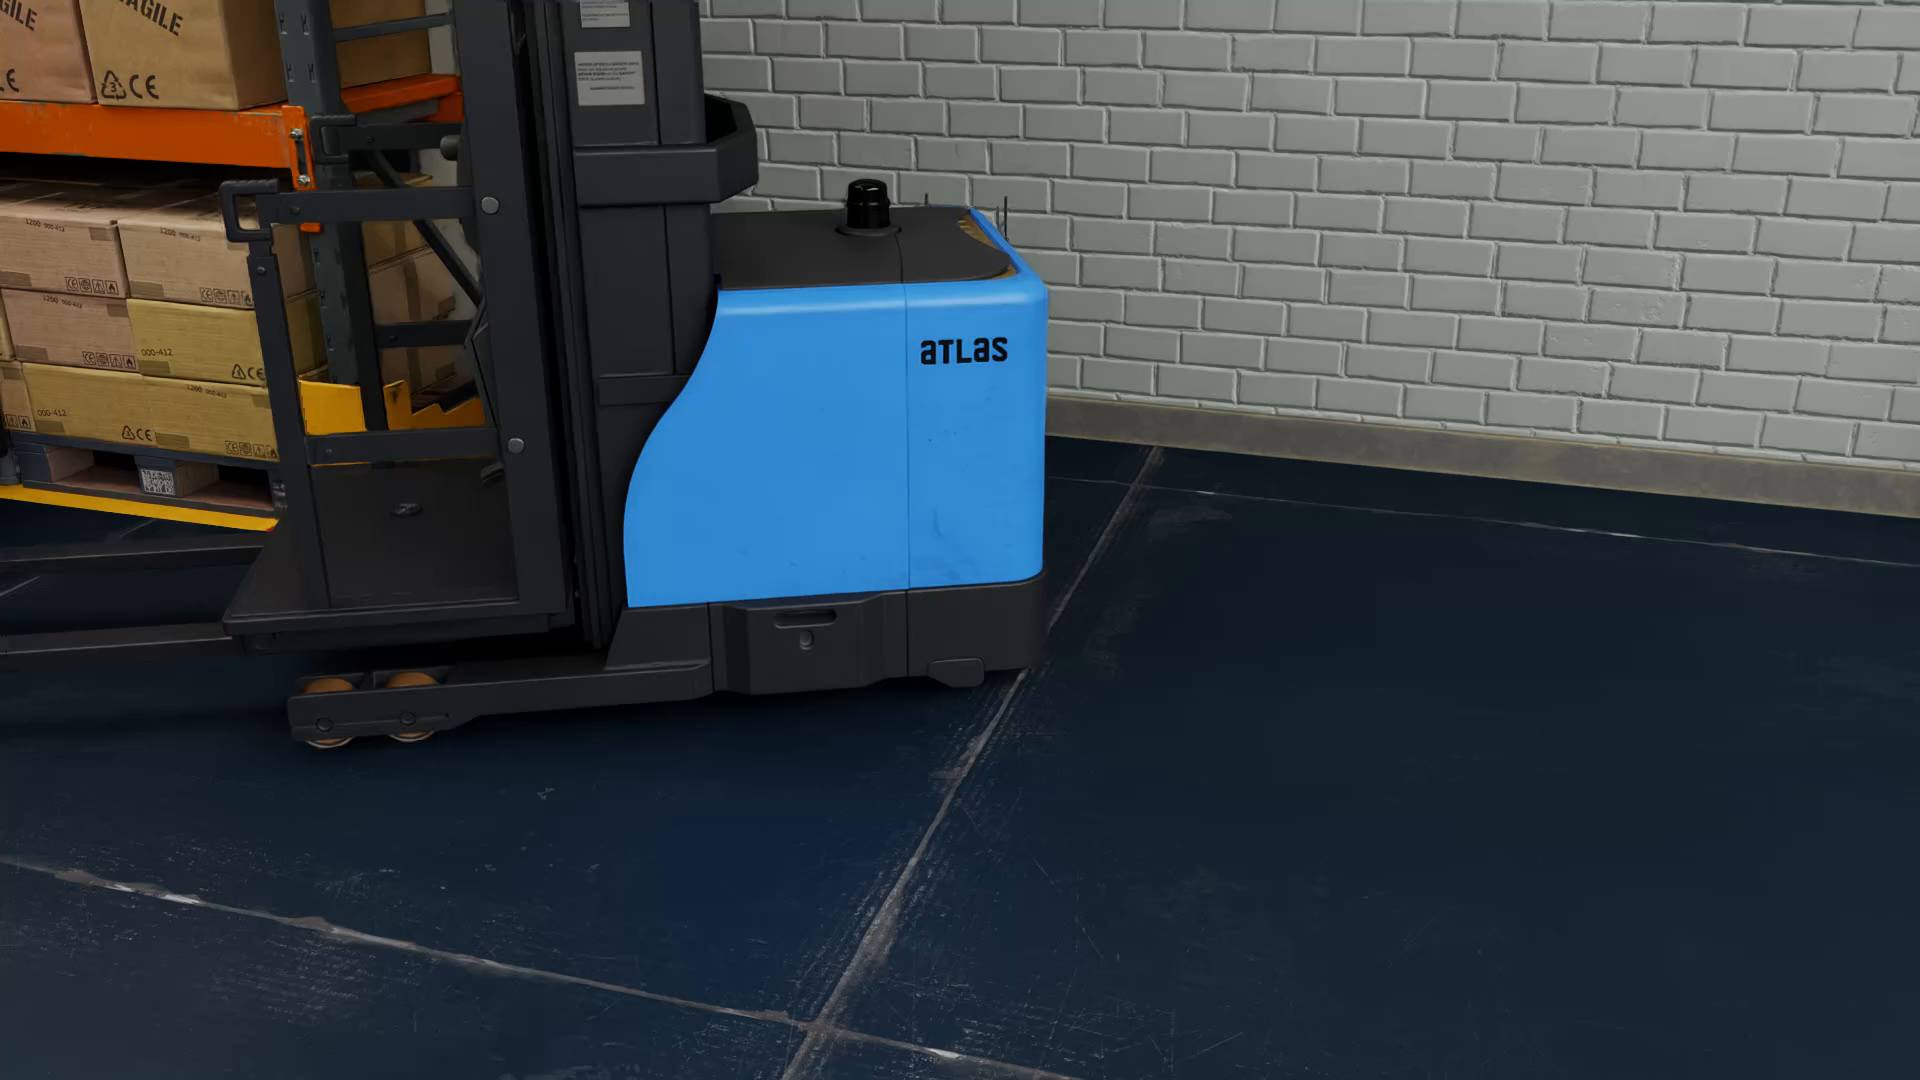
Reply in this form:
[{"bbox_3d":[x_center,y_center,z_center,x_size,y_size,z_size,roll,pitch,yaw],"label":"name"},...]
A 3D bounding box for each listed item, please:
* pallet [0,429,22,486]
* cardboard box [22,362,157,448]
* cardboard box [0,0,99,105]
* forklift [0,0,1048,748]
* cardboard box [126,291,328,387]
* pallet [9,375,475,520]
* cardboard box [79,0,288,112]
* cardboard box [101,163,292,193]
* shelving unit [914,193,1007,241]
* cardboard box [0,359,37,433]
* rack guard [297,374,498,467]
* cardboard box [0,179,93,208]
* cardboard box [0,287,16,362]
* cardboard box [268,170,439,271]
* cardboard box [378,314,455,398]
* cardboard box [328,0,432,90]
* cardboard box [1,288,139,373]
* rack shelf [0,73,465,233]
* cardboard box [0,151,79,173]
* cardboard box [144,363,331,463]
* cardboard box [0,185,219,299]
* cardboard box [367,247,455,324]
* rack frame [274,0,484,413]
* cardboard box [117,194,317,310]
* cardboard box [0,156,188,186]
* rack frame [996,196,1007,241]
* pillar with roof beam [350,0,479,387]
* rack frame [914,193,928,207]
[{"bbox_3d":[-3.685,-0.529,6.282,1.213,0.211,1.003,7,23,15],"label":"pallet"},{"bbox_3d":[-2.791,-0.533,5.686,0.500,0.250,0.500,7,23,15],"label":"cardboard box"},{"bbox_3d":[-2.817,-1.681,5.284,0.500,0.500,0.500,7,23,17],"label":"cardboard box"},{"bbox_3d":[-1.339,-1.066,4.008,3.031,2.935,1.130,-4,23,-9],"label":"forklift"},{"bbox_3d":[-2.333,-0.709,5.458,0.500,0.250,0.500,6,23,15],"label":"cardboard box"},{"bbox_3d":[-2.520,-0.395,5.954,1.213,0.211,1.003,7,23,16],"label":"pallet"},{"bbox_3d":[-2.323,-1.621,5.137,0.500,0.500,0.500,6,23,14],"label":"cardboard box"},{"bbox_3d":[-2.661,-1.176,5.936,0.500,0.250,0.500,7,23,16],"label":"cardboard box"},{"bbox_3d":[0.000,-0.526,5.156,0.252,1.050,0.215,4,20,8],"label":"shelving unit"},{"bbox_3d":[-3.267,-0.591,5.828,0.500,0.250,0.500,7,23,16],"label":"cardboard box"},{"bbox_3d":[-1.753,-0.457,5.725,0.348,0.500,1.175,7,23,16],"label":"rack guard"},{"bbox_3d":[-3.284,-1.044,5.614,0.500,0.250,0.500,7,23,16],"label":"cardboard box"},{"bbox_3d":[-3.310,-0.817,5.721,0.500,0.250,0.500,6,23,14],"label":"cardboard box"},{"bbox_3d":[-2.182,-1.122,5.806,0.500,0.250,0.500,6,23,15],"label":"cardboard box"},{"bbox_3d":[-2.190,-0.663,6.004,0.500,0.250,0.500,7,23,16],"label":"cardboard box"},{"bbox_3d":[-2.170,-1.818,5.617,0.500,0.500,0.500,7,23,17],"label":"cardboard box"},{"bbox_3d":[-2.810,-0.768,5.601,0.500,0.250,0.500,6,23,15],"label":"cardboard box"},{"bbox_3d":[-3.691,-1.502,5.928,4.000,0.370,1.077,7,23,16],"label":"rack shelf"},{"bbox_3d":[-3.625,-1.293,6.222,0.500,0.250,0.500,6,23,14],"label":"cardboard box"},{"bbox_3d":[-2.317,-0.475,5.545,0.500,0.250,0.500,7,23,16],"label":"cardboard box"},{"bbox_3d":[-2.798,-0.992,5.488,0.500,0.250,0.500,7,23,16],"label":"cardboard box"},{"bbox_3d":[-2.166,-0.897,5.914,0.500,0.250,0.500,7,23,16],"label":"cardboard box"},{"bbox_3d":[-1.776,-1.616,5.257,0.127,3.000,1.000,7,23,16],"label":"rack frame"},{"bbox_3d":[-2.307,-0.938,5.356,0.500,0.250,0.500,7,23,17],"label":"cardboard box"},{"bbox_3d":[-3.137,-1.234,6.079,0.500,0.250,0.500,6,23,15],"label":"cardboard box"},{"bbox_3d":[0.121,-0.518,5.138,0.008,1.050,0.200,4,20,8],"label":"rack frame"},{"bbox_3d":[-3.426,-3.231,1.290,0.400,9.000,9.100,7,23,16],"label":"pillar with roof beam"},{"bbox_3d":[-0.120,-0.533,5.174,0.008,1.050,0.200,4,20,8],"label":"rack frame"}]
